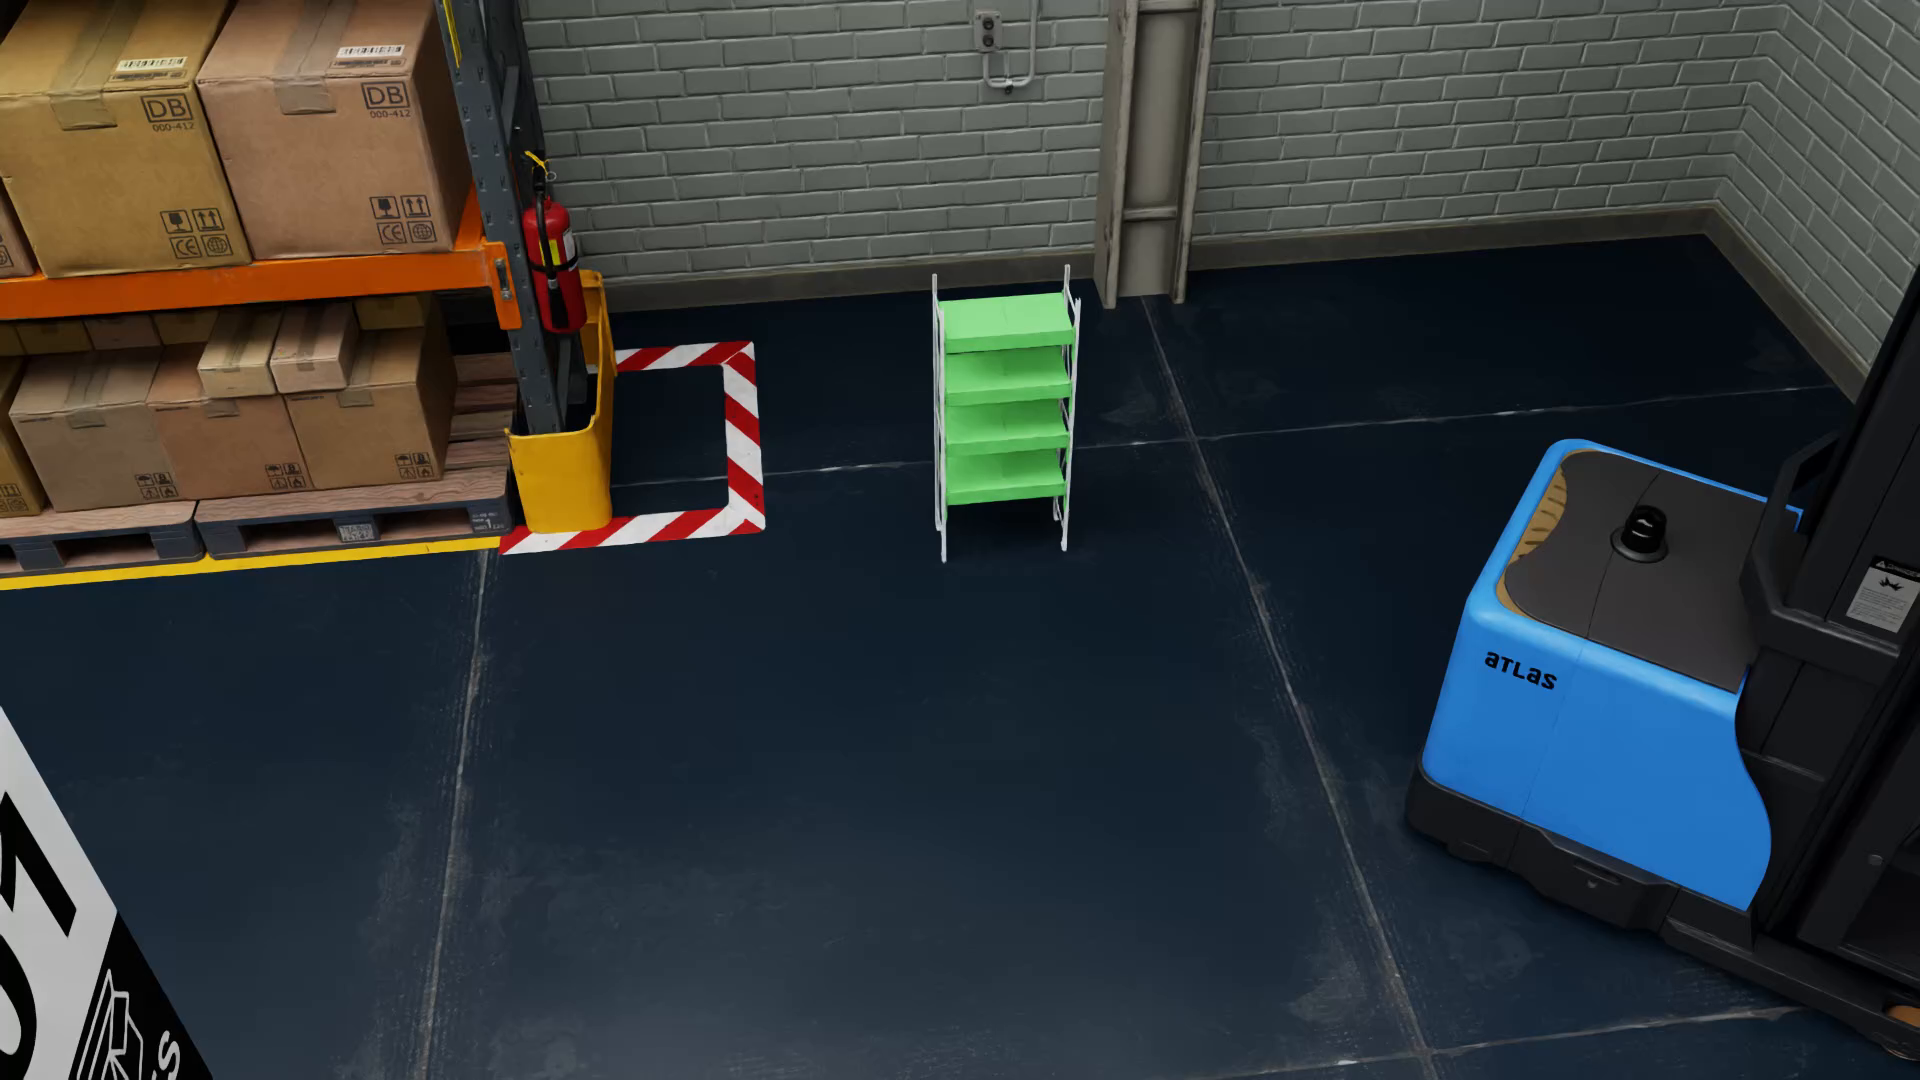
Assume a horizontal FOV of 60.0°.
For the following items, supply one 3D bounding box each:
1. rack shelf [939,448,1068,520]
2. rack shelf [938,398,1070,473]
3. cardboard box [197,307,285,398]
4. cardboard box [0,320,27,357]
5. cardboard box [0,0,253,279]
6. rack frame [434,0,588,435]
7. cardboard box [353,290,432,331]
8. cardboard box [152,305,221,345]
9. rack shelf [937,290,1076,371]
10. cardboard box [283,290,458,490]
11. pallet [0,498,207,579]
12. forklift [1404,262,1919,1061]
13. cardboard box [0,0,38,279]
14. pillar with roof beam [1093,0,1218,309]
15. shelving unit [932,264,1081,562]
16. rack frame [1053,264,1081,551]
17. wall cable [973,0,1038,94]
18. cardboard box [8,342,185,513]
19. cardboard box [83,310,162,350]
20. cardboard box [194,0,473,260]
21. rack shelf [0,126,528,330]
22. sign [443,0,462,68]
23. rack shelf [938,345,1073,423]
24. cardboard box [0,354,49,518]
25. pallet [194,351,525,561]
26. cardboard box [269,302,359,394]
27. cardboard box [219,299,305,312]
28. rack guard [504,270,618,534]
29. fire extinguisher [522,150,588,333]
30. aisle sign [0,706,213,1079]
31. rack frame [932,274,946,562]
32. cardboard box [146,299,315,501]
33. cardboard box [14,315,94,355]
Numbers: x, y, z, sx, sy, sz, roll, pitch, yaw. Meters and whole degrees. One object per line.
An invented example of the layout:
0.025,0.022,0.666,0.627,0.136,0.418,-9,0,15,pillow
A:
0.164,-0.234,6.568,0.480,0.148,0.258,-5,42,-6,rack shelf
0.164,-0.412,6.407,0.480,0.148,0.258,-5,42,-6,rack shelf
-2.734,-0.720,6.377,0.250,0.149,0.380,-4,42,-4,cardboard box
-3.787,-0.886,6.561,0.250,0.149,0.380,-6,42,-6,cardboard box
-2.920,-1.523,5.975,0.700,0.700,0.980,-5,42,-6,cardboard box
-1.696,-1.533,6.210,0.127,3.000,1.000,-5,42,-6,rack frame
-2.279,-1.018,6.708,0.250,0.149,0.380,-5,42,-5,cardboard box
-3.030,-0.953,6.635,0.250,0.149,0.380,-5,42,-5,cardboard box
0.164,-0.769,6.085,0.480,0.148,0.258,-5,42,-6,rack shelf
-2.377,-0.634,6.766,0.500,0.500,0.700,-5,42,-6,cardboard box
-3.686,-0.273,6.895,1.213,0.211,1.003,-5,42,-6,pallet
3.032,0.132,4.415,3.031,2.935,1.130,22,46,22,forklift
-3.678,-1.463,5.909,0.700,0.700,0.980,-7,43,-8,cardboard box
1.427,-1.711,1.928,0.400,9.000,9.100,-5,42,-6,pillar with roof beam
0.164,-0.460,6.364,0.503,1.200,0.258,-5,42,-6,shelving unit
0.406,-0.481,6.388,0.015,1.200,0.240,-5,42,-6,rack frame
-0.549,-2.650,6.690,1.851,1.984,0.084,-5,42,-6,wall cable
-3.372,-0.546,6.669,0.500,0.500,0.700,-6,42,-7,cardboard box
-3.282,-0.930,6.610,0.250,0.149,0.380,-4,42,-5,cardboard box
-2.200,-1.594,6.054,0.700,0.700,0.980,-3,42,-4,cardboard box
-3.679,-1.093,6.259,4.000,0.370,1.077,-5,42,-6,rack shelf
-1.639,-1.690,5.342,0.005,0.325,0.100,-5,42,-6,sign
0.164,-0.591,6.246,0.480,0.148,0.258,-5,42,-6,rack shelf
-3.900,-0.495,6.612,0.500,0.500,0.700,-4,42,-5,cardboard box
-2.479,-0.376,7.010,1.213,0.211,1.003,-5,42,-6,pallet
-2.481,-0.743,6.402,0.250,0.149,0.380,-5,42,-6,cardboard box
-2.781,-0.974,6.659,0.250,0.149,0.380,-5,42,-5,cardboard box
-1.672,-0.607,7.050,0.348,0.500,1.175,-5,42,-6,rack guard
-1.487,-1.073,6.036,0.183,0.674,0.296,-5,42,-6,fire extinguisher
-1.021,0.590,1.916,0.004,0.787,0.394,-5,42,-6,aisle sign
-0.078,-0.439,6.341,0.015,1.200,0.240,-5,42,-6,rack frame
-2.873,-0.590,6.718,0.500,0.500,0.700,-5,42,-6,cardboard box
-3.536,-0.907,6.585,0.250,0.149,0.380,-5,42,-5,cardboard box
